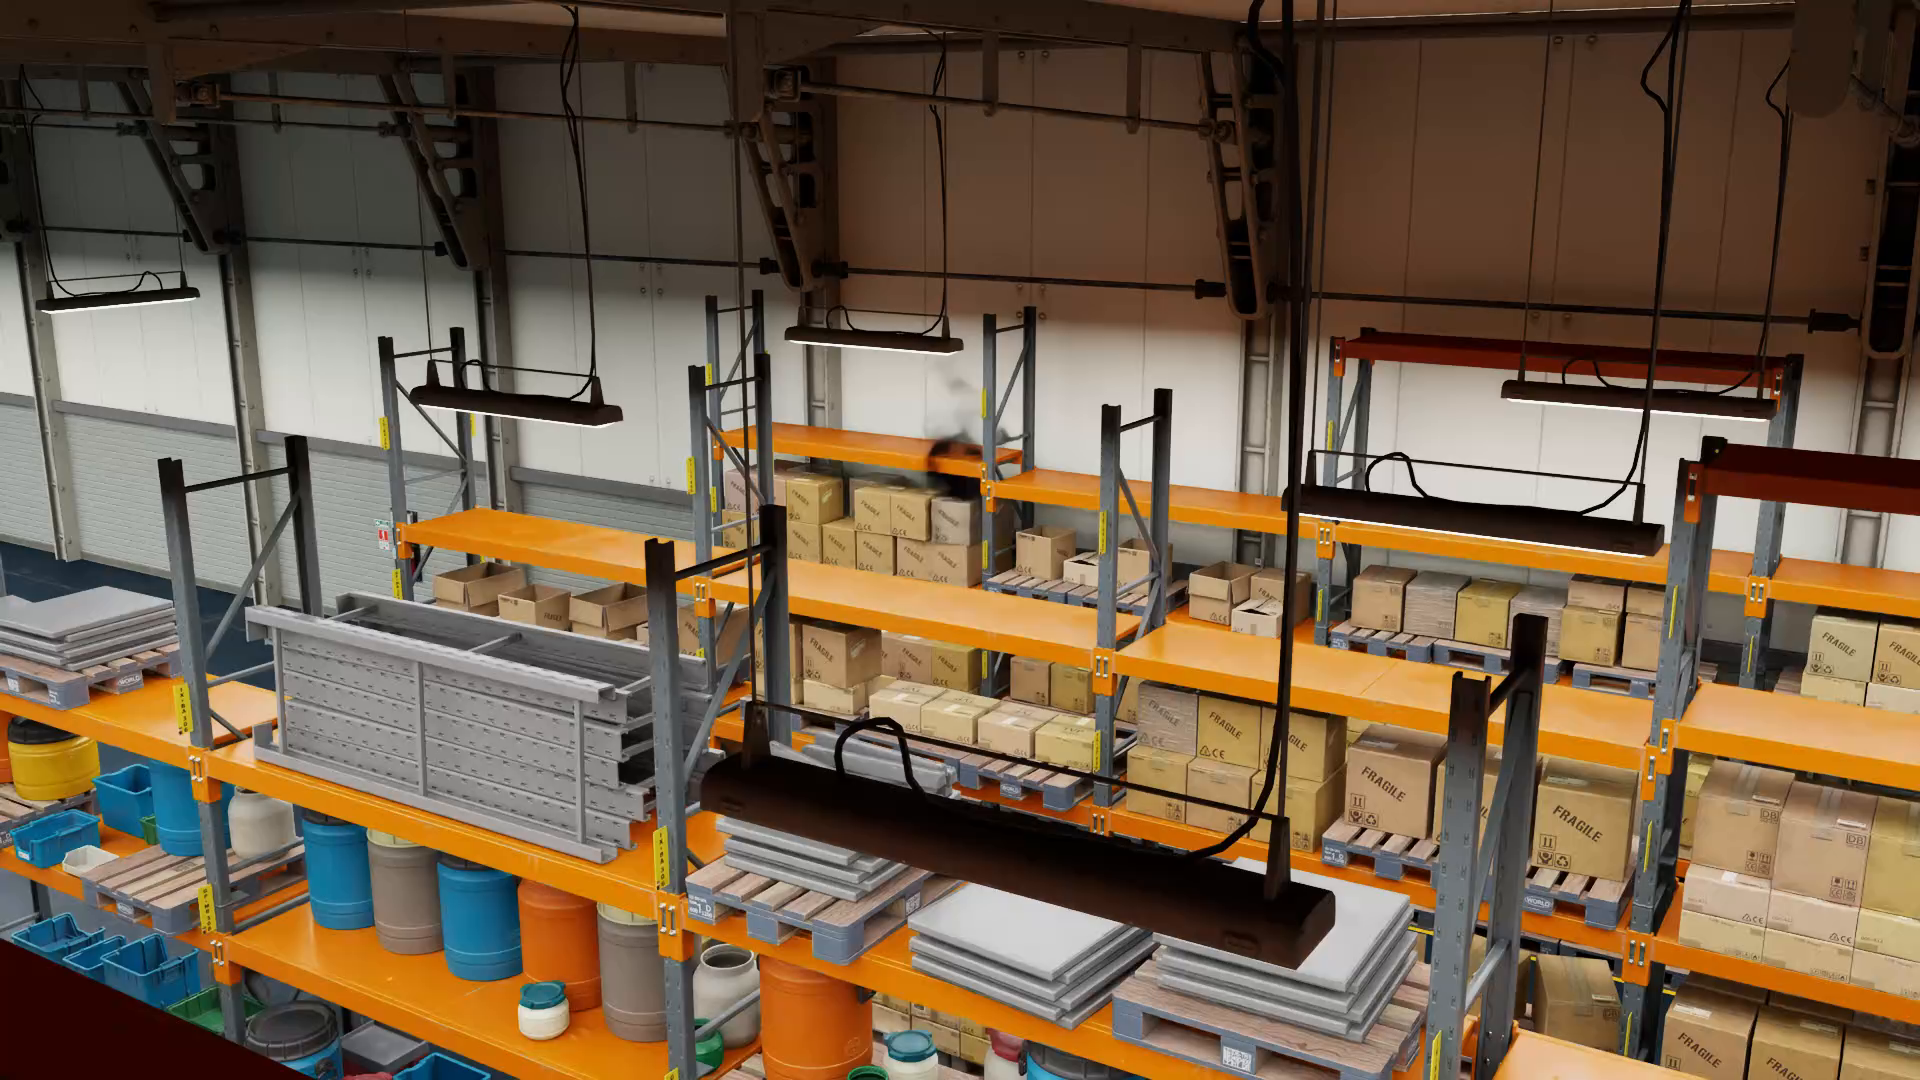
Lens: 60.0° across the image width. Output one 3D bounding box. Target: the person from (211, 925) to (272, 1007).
[{"bbox_3d":[-6.517,3.662,15.013,0.594,1.630,0.554,5,15,20],"label":"person"}]
